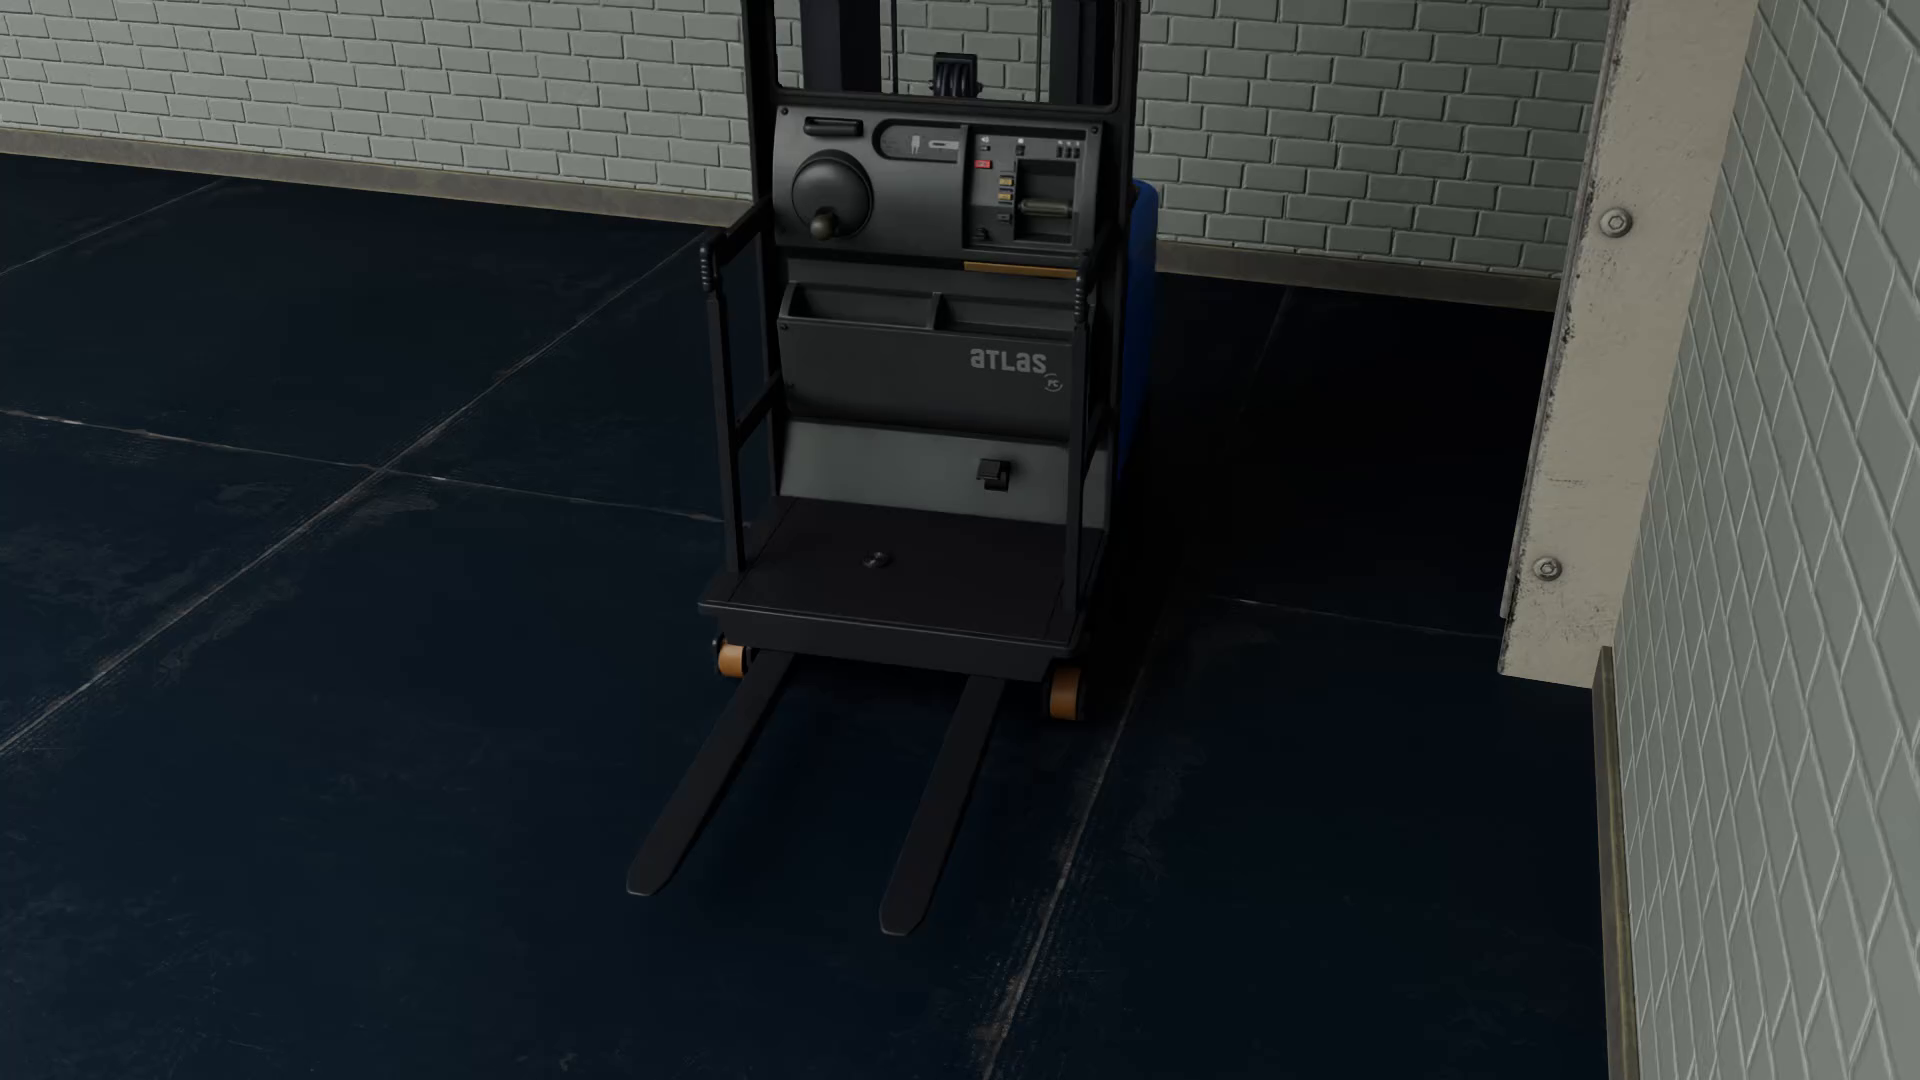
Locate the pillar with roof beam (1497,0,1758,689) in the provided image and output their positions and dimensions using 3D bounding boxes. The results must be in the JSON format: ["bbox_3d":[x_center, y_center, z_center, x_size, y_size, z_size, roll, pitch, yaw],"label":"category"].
[{"bbox_3d":[-2.286,-4.213,4.067,9.100,9.000,0.400,8,30,15],"label":"pillar with roof beam"}]

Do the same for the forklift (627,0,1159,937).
[{"bbox_3d":[-0.114,-0.957,4.455,1.130,2.935,3.031,6,30,11],"label":"forklift"}]
